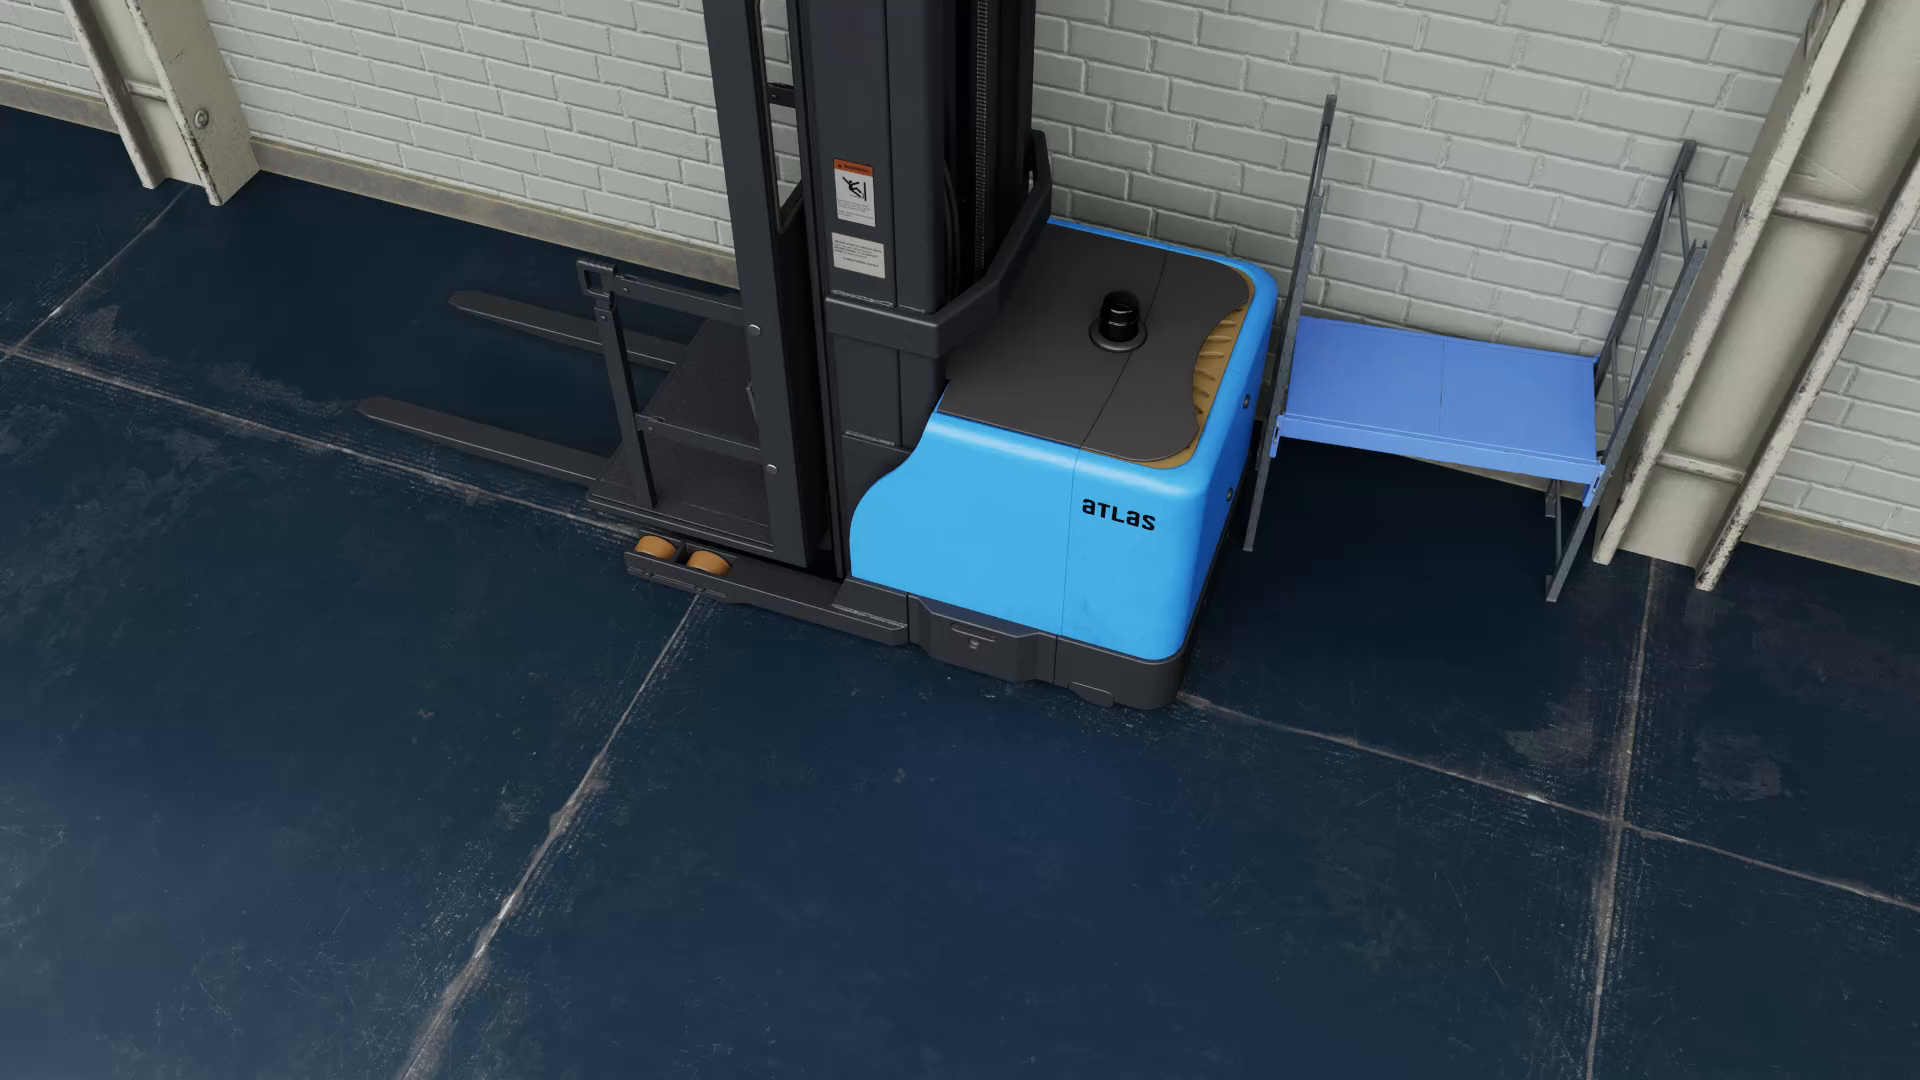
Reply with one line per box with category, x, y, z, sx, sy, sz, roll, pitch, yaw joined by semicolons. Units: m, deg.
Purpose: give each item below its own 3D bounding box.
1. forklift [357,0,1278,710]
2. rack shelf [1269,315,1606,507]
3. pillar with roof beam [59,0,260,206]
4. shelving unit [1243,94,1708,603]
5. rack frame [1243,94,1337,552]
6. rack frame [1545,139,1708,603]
forklift;-0.592;-1.123;4.784;3.031;2.935;1.130;15;51;13
rack shelf;1.538;-0.435;5.373;1.000;0.185;0.538;10;50;8
pillar with roof beam;-4.720;-1.453;1.054;0.400;9.000;9.100;16;51;13
shelving unit;1.538;-0.553;5.237;1.048;1.500;0.538;10;50;8
rack frame;1.042;-0.637;5.310;0.032;1.500;0.500;10;50;8
rack frame;2.034;-0.469;5.164;0.032;1.500;0.500;10;50;8
